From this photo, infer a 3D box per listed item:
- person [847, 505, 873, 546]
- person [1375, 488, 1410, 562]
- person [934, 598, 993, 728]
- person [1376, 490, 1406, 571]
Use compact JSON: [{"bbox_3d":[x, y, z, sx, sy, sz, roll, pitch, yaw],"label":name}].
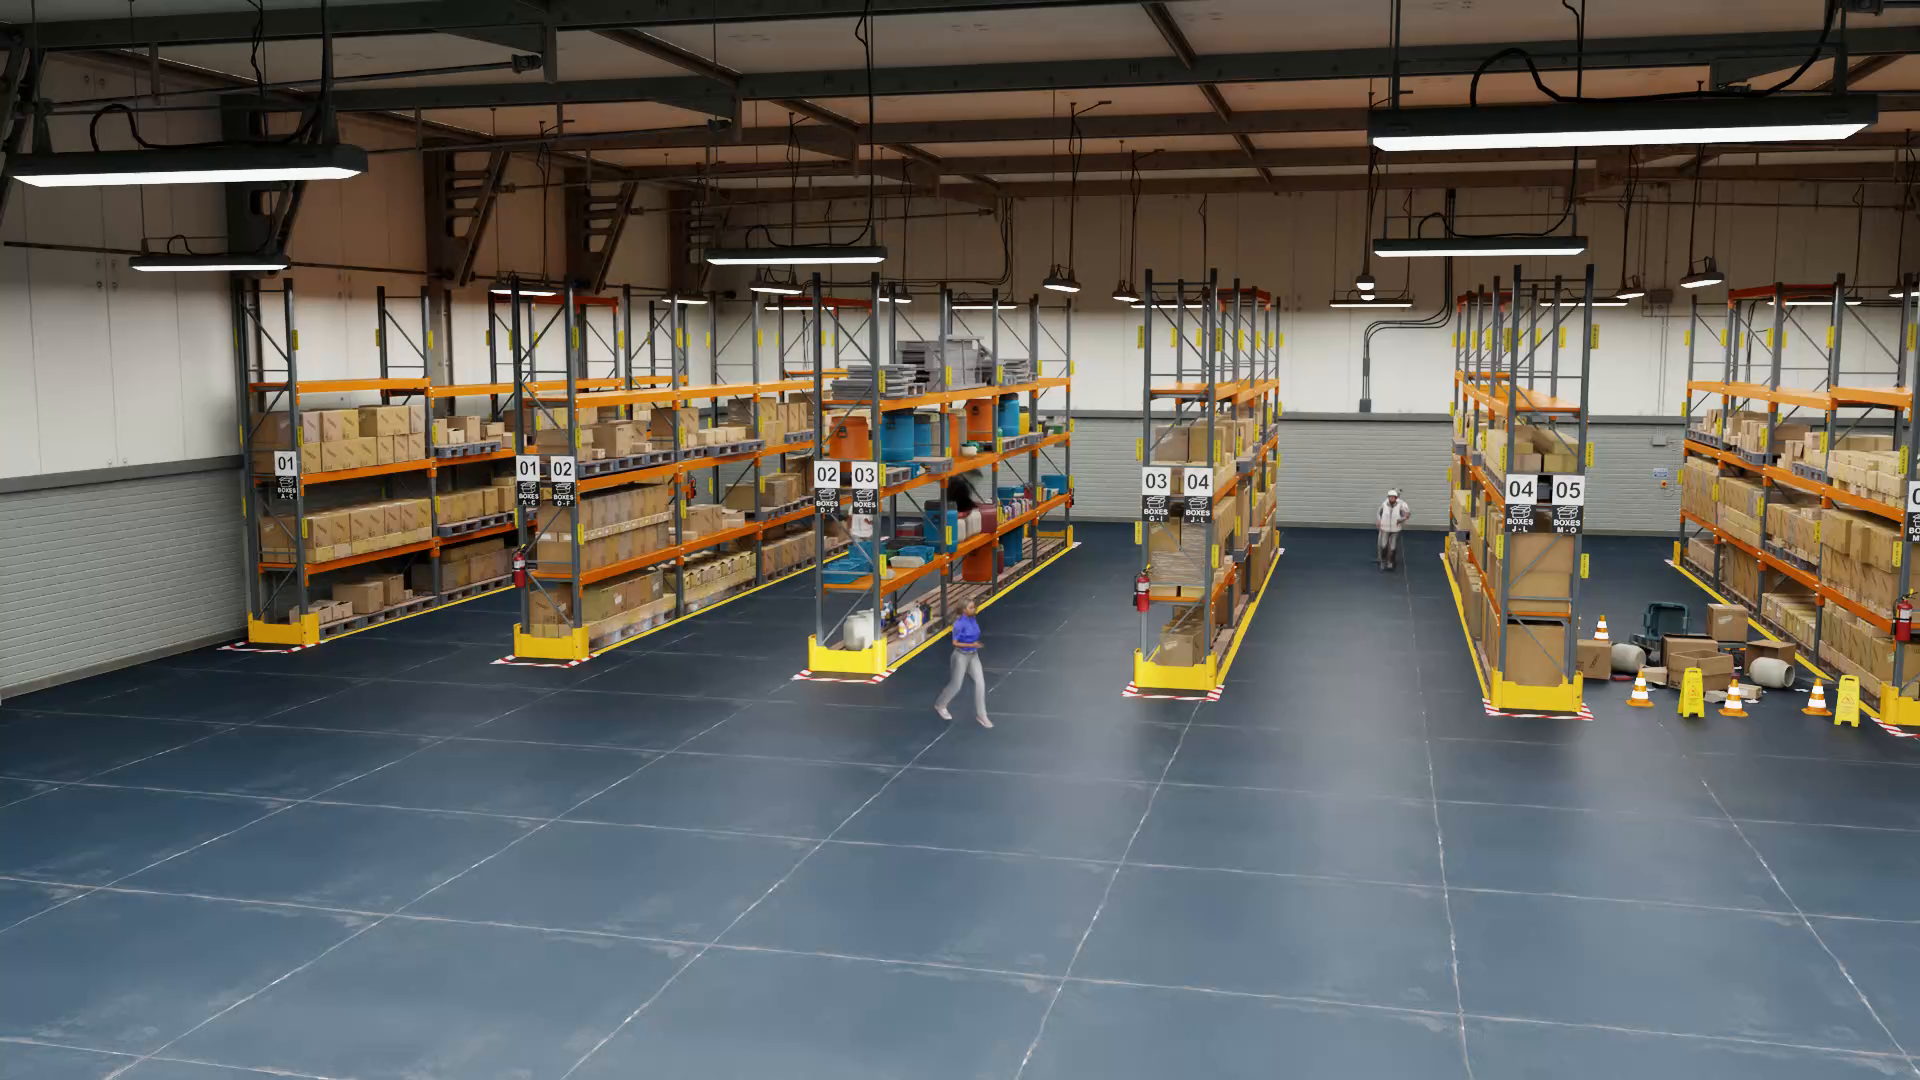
[{"bbox_3d":[-1.899,-0.068,32.543,0.701,1.819,0.911,1,7,8],"label":"person"},{"bbox_3d":[9.770,-0.343,37.570,0.710,1.706,0.533,5,8,33],"label":"person"},{"bbox_3d":[0.045,1.587,21.692,0.899,1.662,0.539,6,9,43],"label":"person"},{"bbox_3d":[9.369,-0.203,36.179,0.638,1.764,0.688,2,7,16],"label":"person"}]
